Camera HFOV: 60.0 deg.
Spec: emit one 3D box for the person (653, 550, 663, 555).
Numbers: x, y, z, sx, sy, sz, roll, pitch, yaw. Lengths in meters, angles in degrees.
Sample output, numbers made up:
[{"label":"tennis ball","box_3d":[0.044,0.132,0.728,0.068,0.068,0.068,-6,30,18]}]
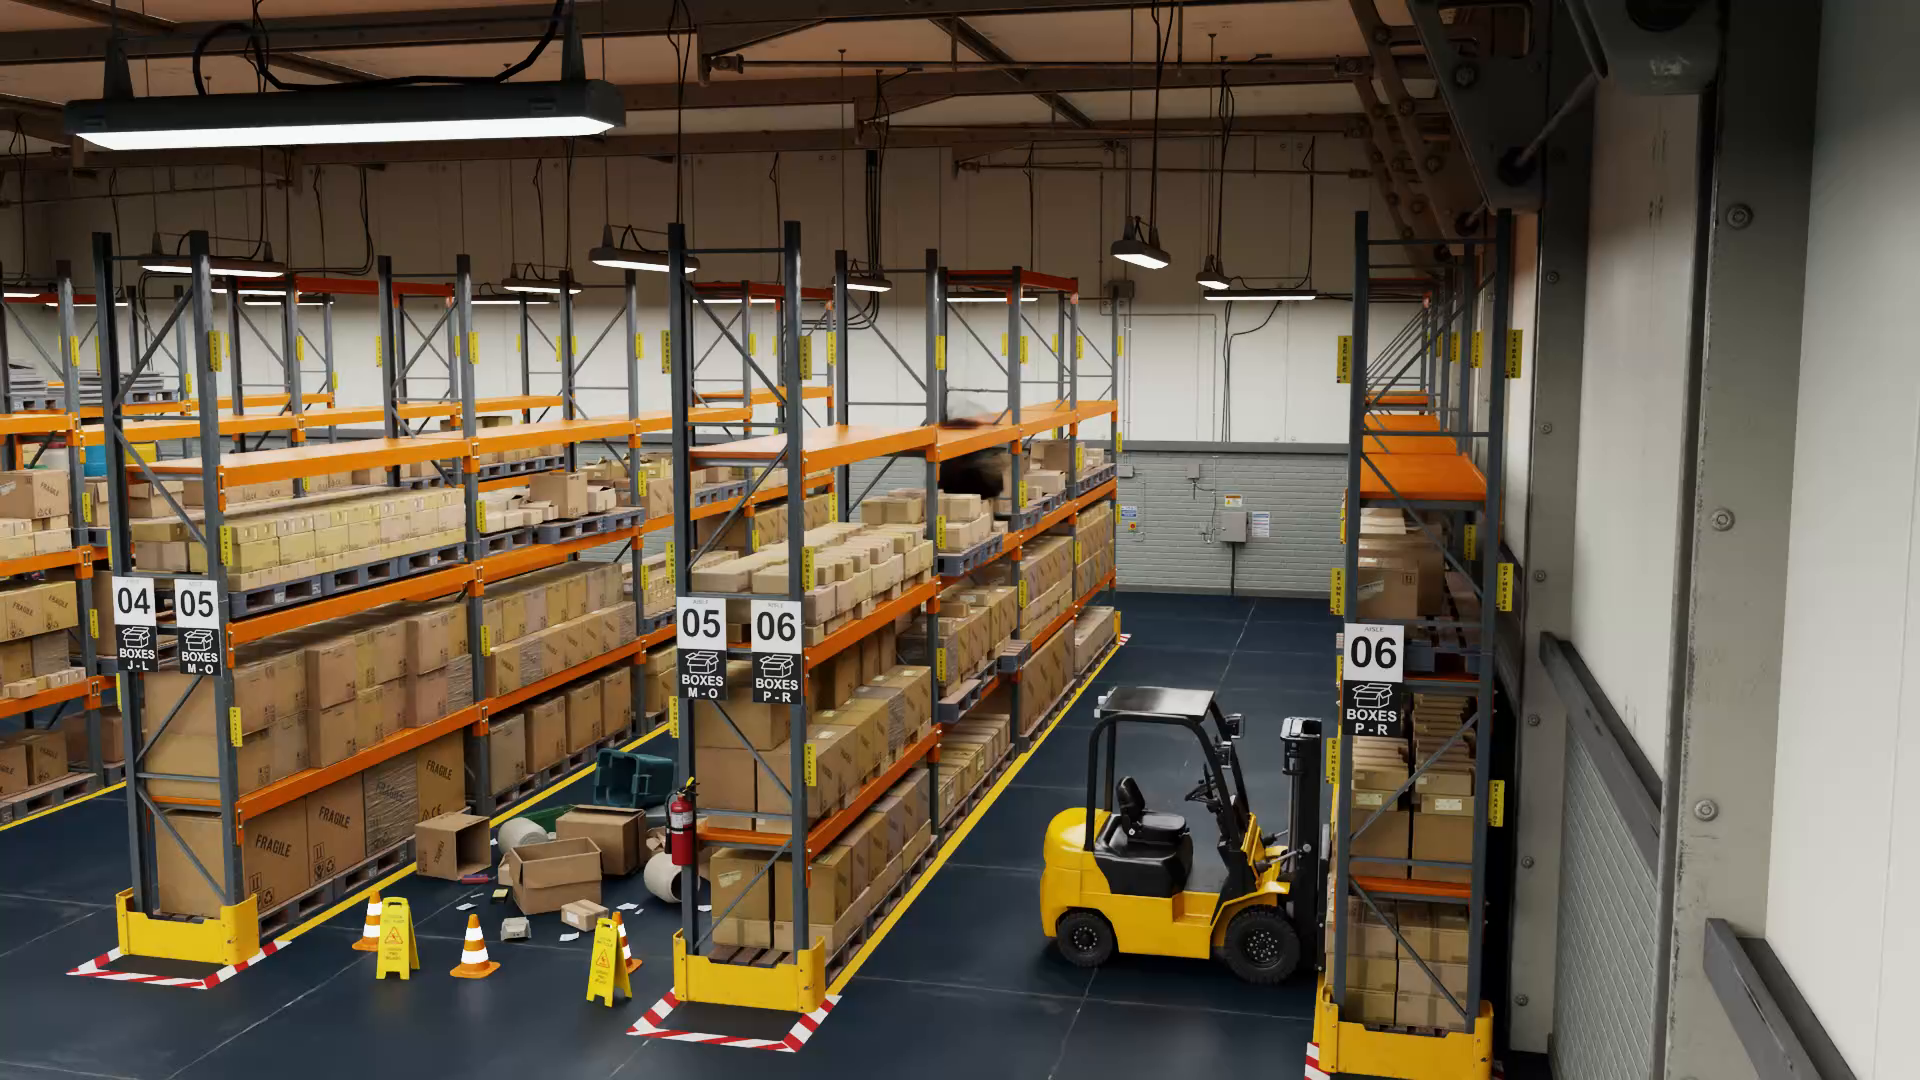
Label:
[{"label":"person","box_3d":[-4.909,0.991,27.579,0.642,1.675,0.637,3,7,21]}]
